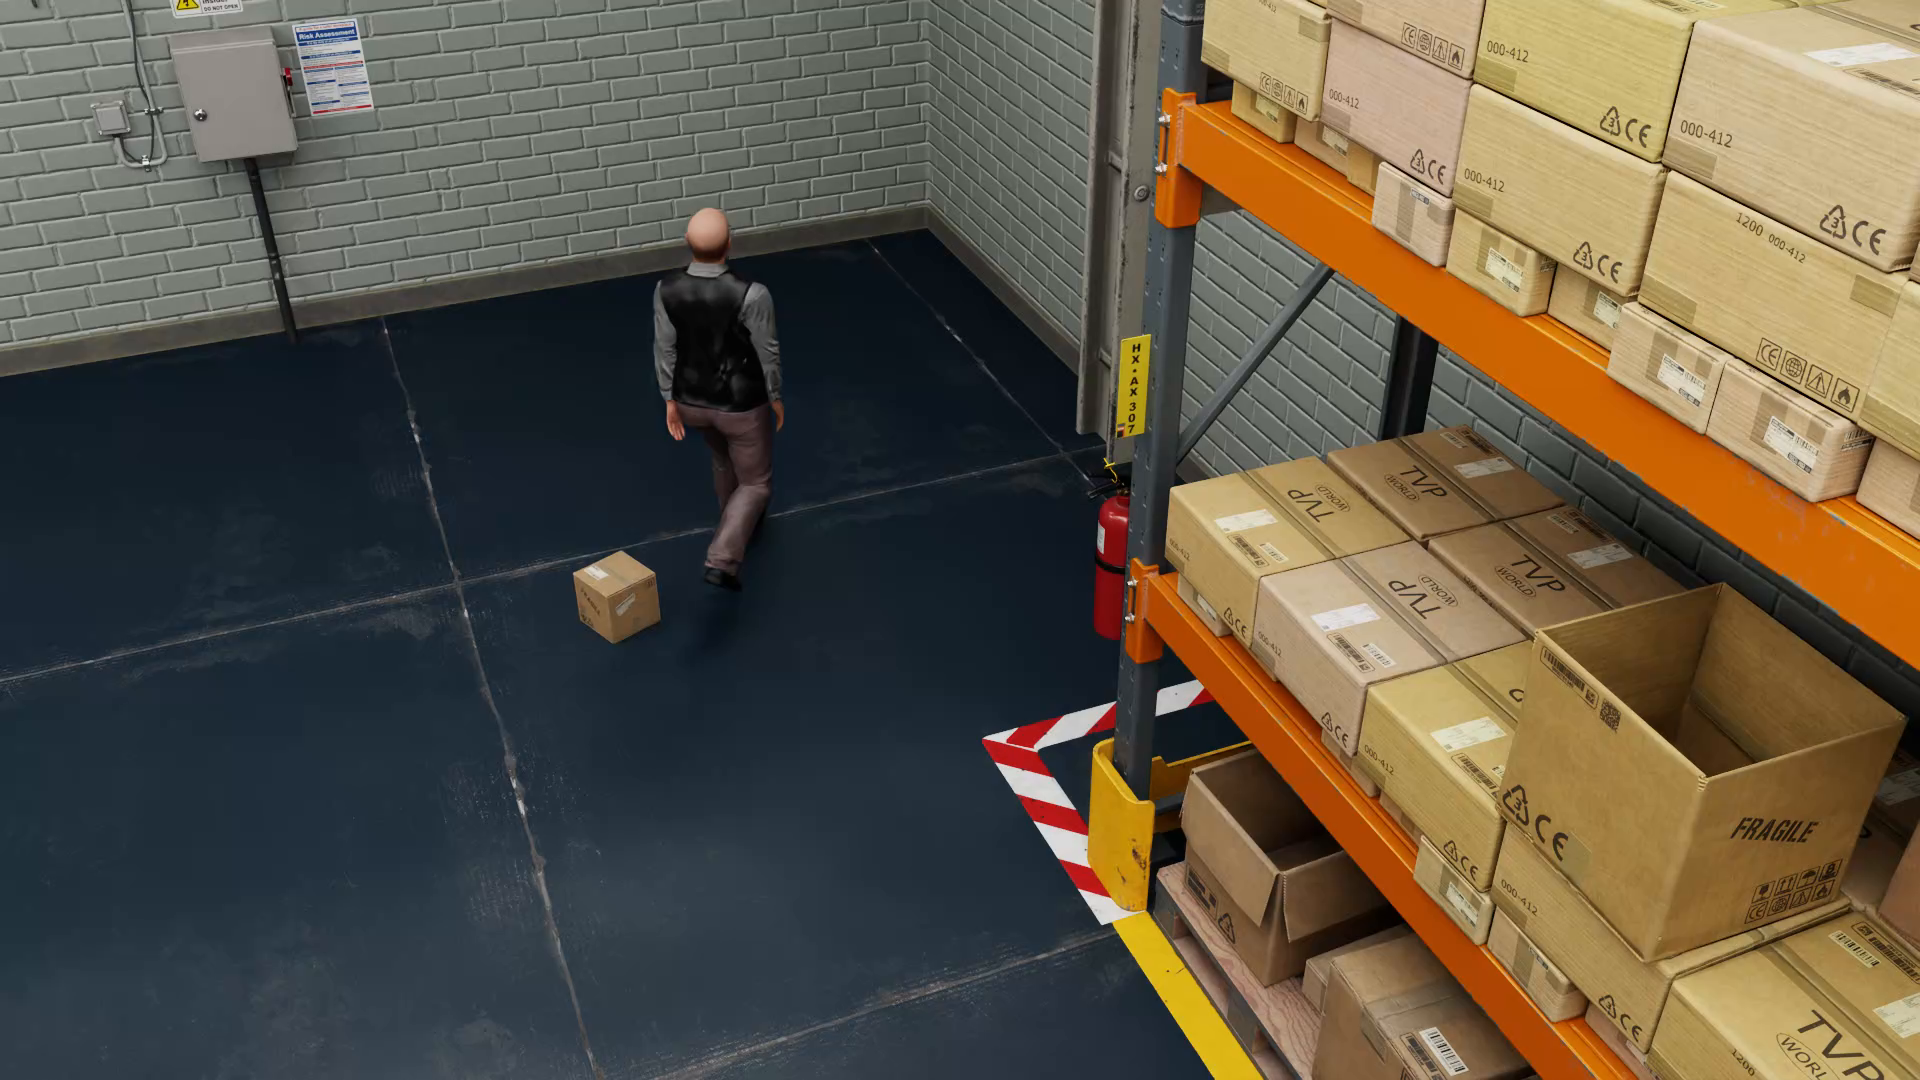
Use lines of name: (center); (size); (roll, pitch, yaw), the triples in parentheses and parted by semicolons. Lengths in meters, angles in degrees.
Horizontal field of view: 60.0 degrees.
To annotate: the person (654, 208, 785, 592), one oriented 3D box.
person: (-1.015, -0.579, 7.042); (0.532, 1.692, 0.908); (10, 34, 14)
